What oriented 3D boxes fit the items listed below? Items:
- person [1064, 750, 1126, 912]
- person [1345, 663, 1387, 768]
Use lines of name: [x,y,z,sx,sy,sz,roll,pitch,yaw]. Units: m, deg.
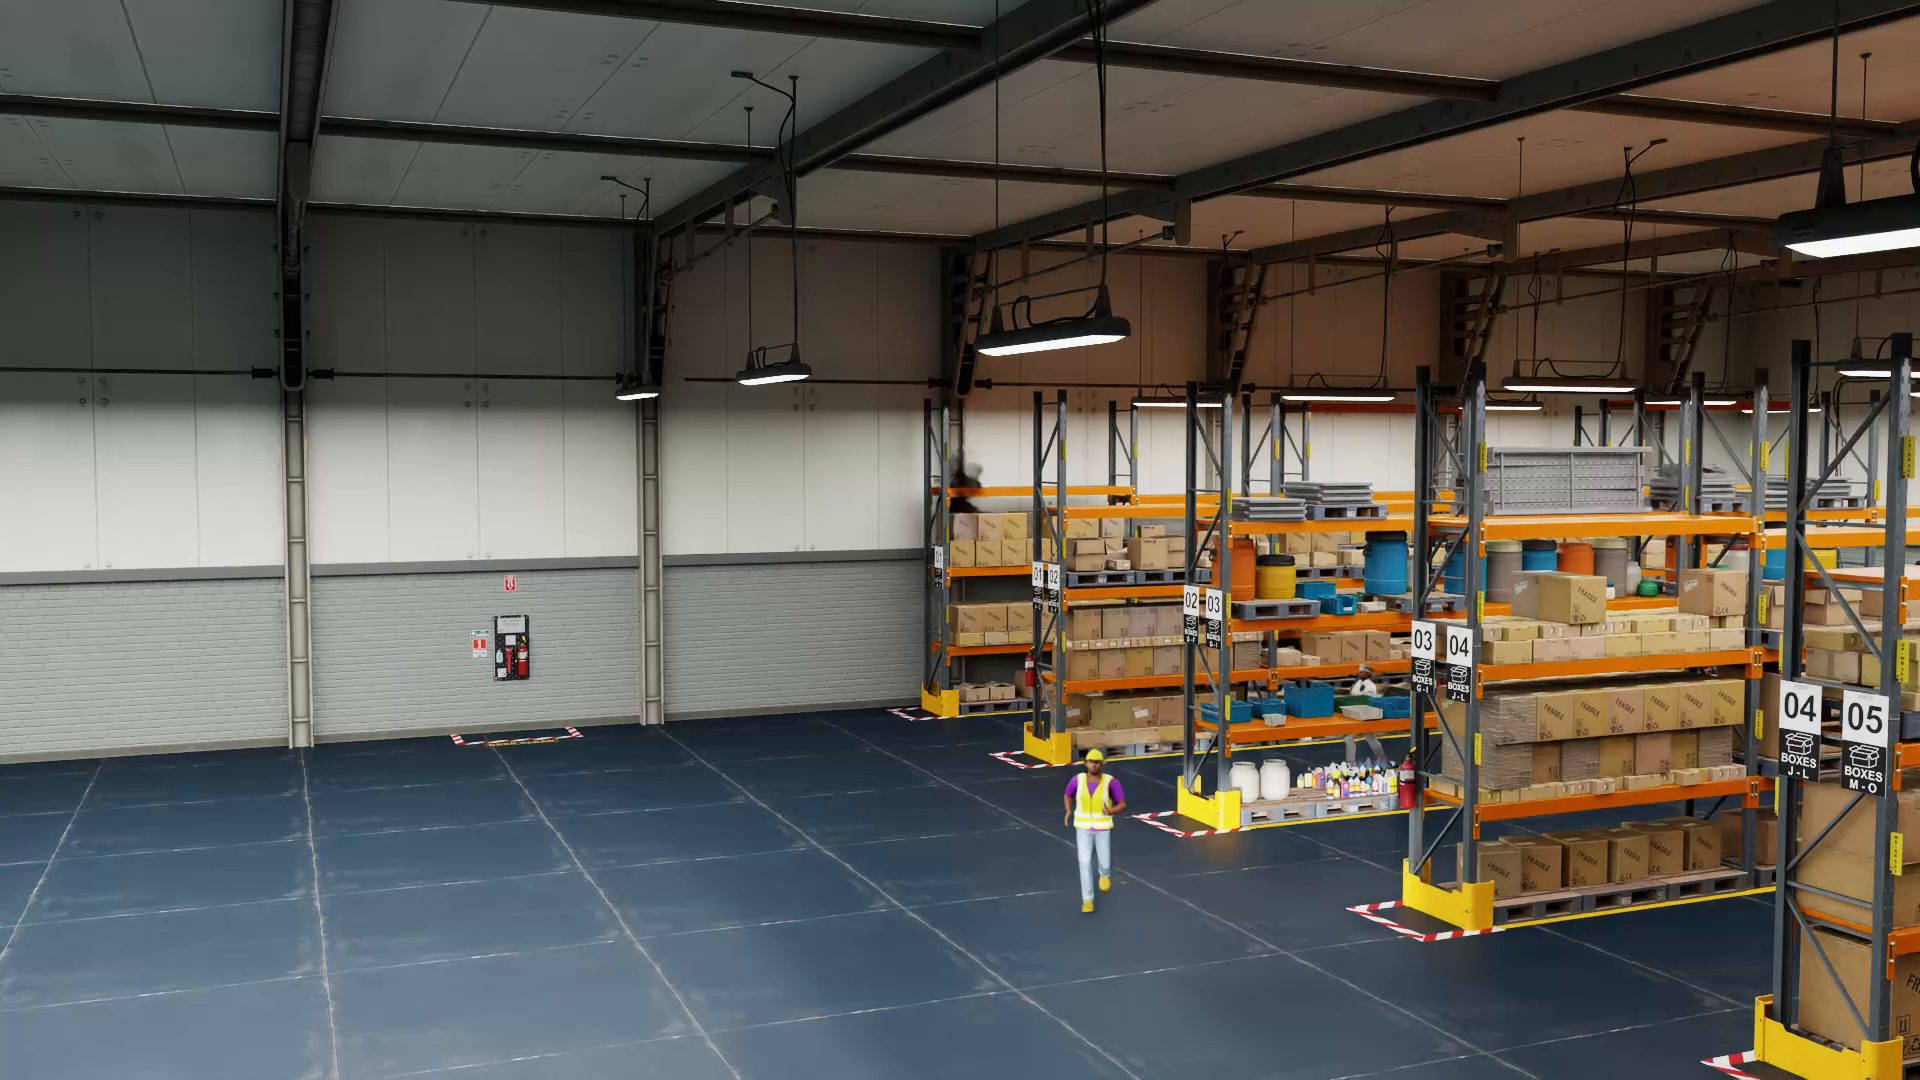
person: [1.490,3.201,18.513,0.715,1.742,0.900,1,3,10]
person: [6.316,2.791,25.970,0.781,1.750,0.549,-2,4,-30]
